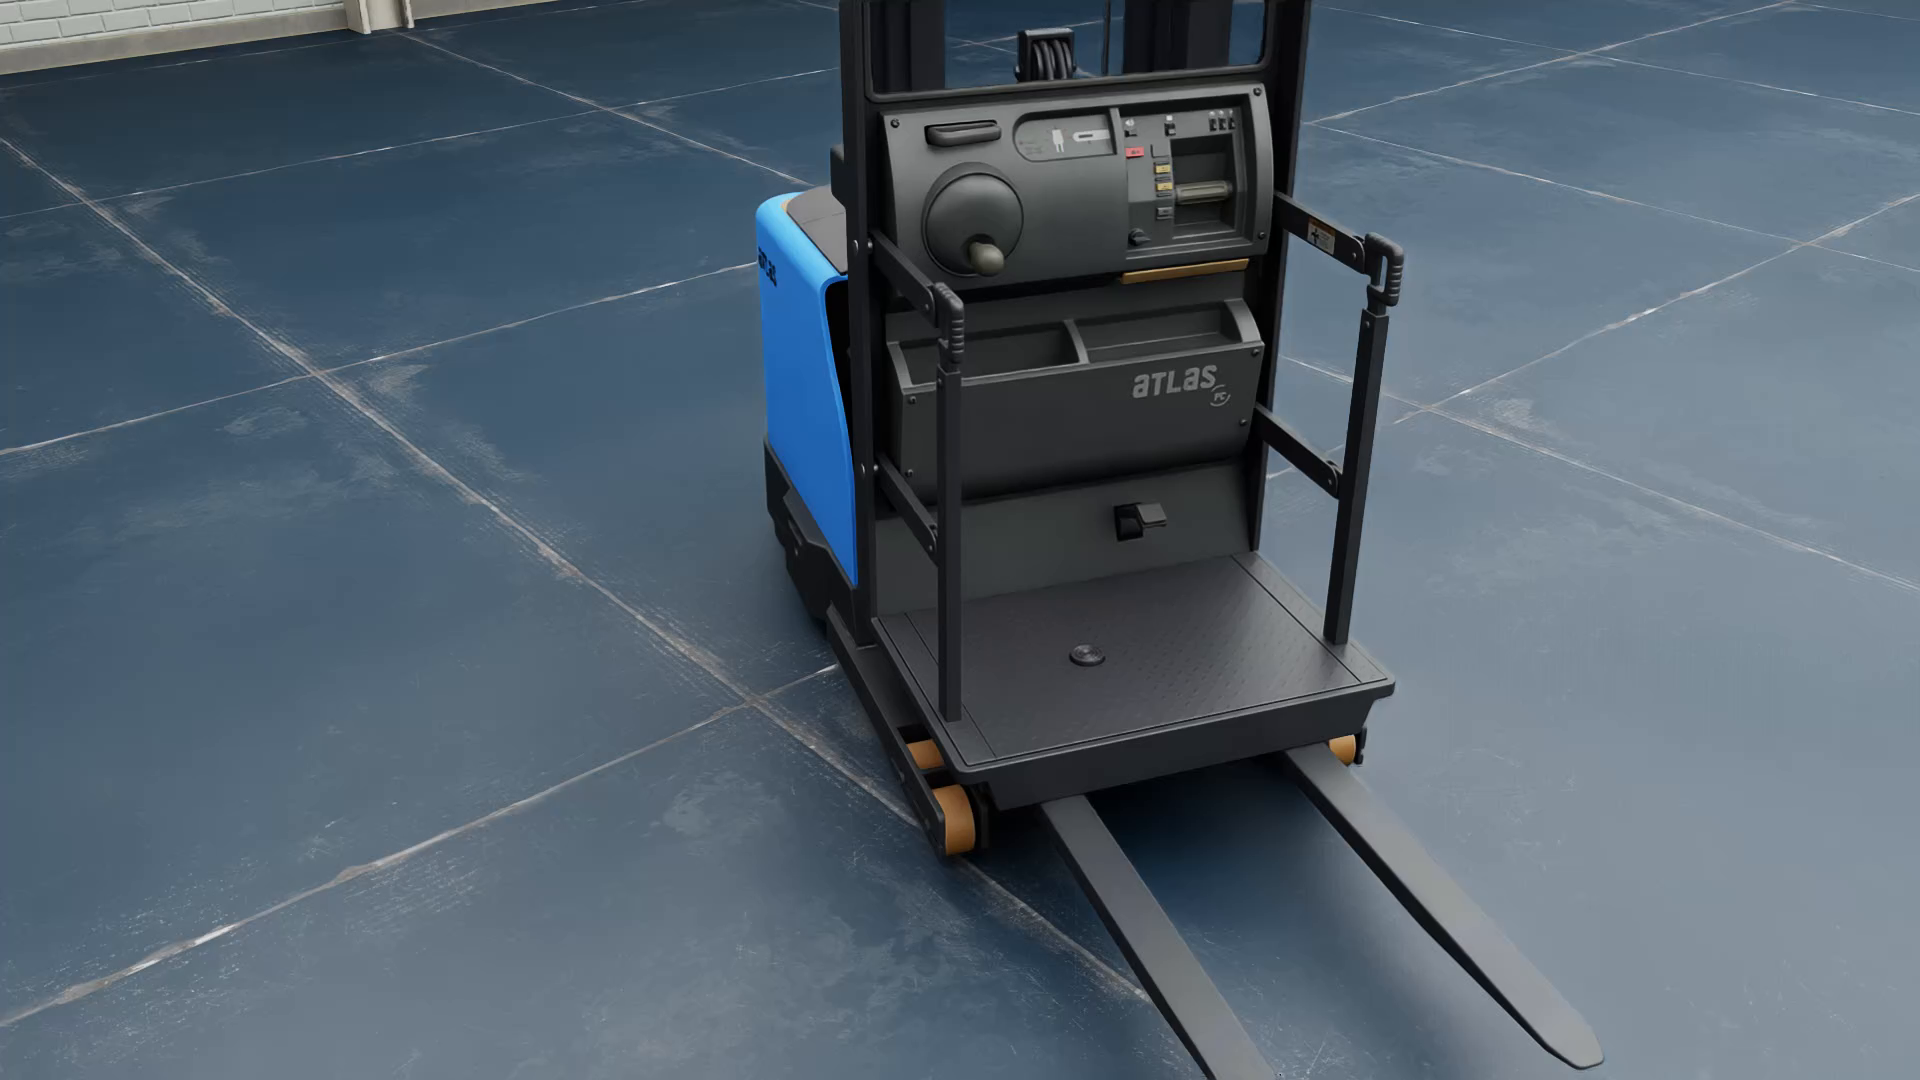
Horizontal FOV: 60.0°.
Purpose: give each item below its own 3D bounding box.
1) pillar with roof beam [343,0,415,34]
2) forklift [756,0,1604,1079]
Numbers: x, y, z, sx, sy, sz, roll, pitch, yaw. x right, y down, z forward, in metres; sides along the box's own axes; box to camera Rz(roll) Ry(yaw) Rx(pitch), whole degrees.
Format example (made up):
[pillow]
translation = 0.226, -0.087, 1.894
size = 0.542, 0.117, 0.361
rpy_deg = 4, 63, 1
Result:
[pillar with roof beam]
translation = -1.526, -6.251, 7.399
size = 0.400, 9.000, 9.100
rpy_deg = -22, 35, -35
[forklift]
translation = 0.355, -0.774, 3.589
size = 1.130, 2.935, 3.031
rpy_deg = -9, 30, -17
